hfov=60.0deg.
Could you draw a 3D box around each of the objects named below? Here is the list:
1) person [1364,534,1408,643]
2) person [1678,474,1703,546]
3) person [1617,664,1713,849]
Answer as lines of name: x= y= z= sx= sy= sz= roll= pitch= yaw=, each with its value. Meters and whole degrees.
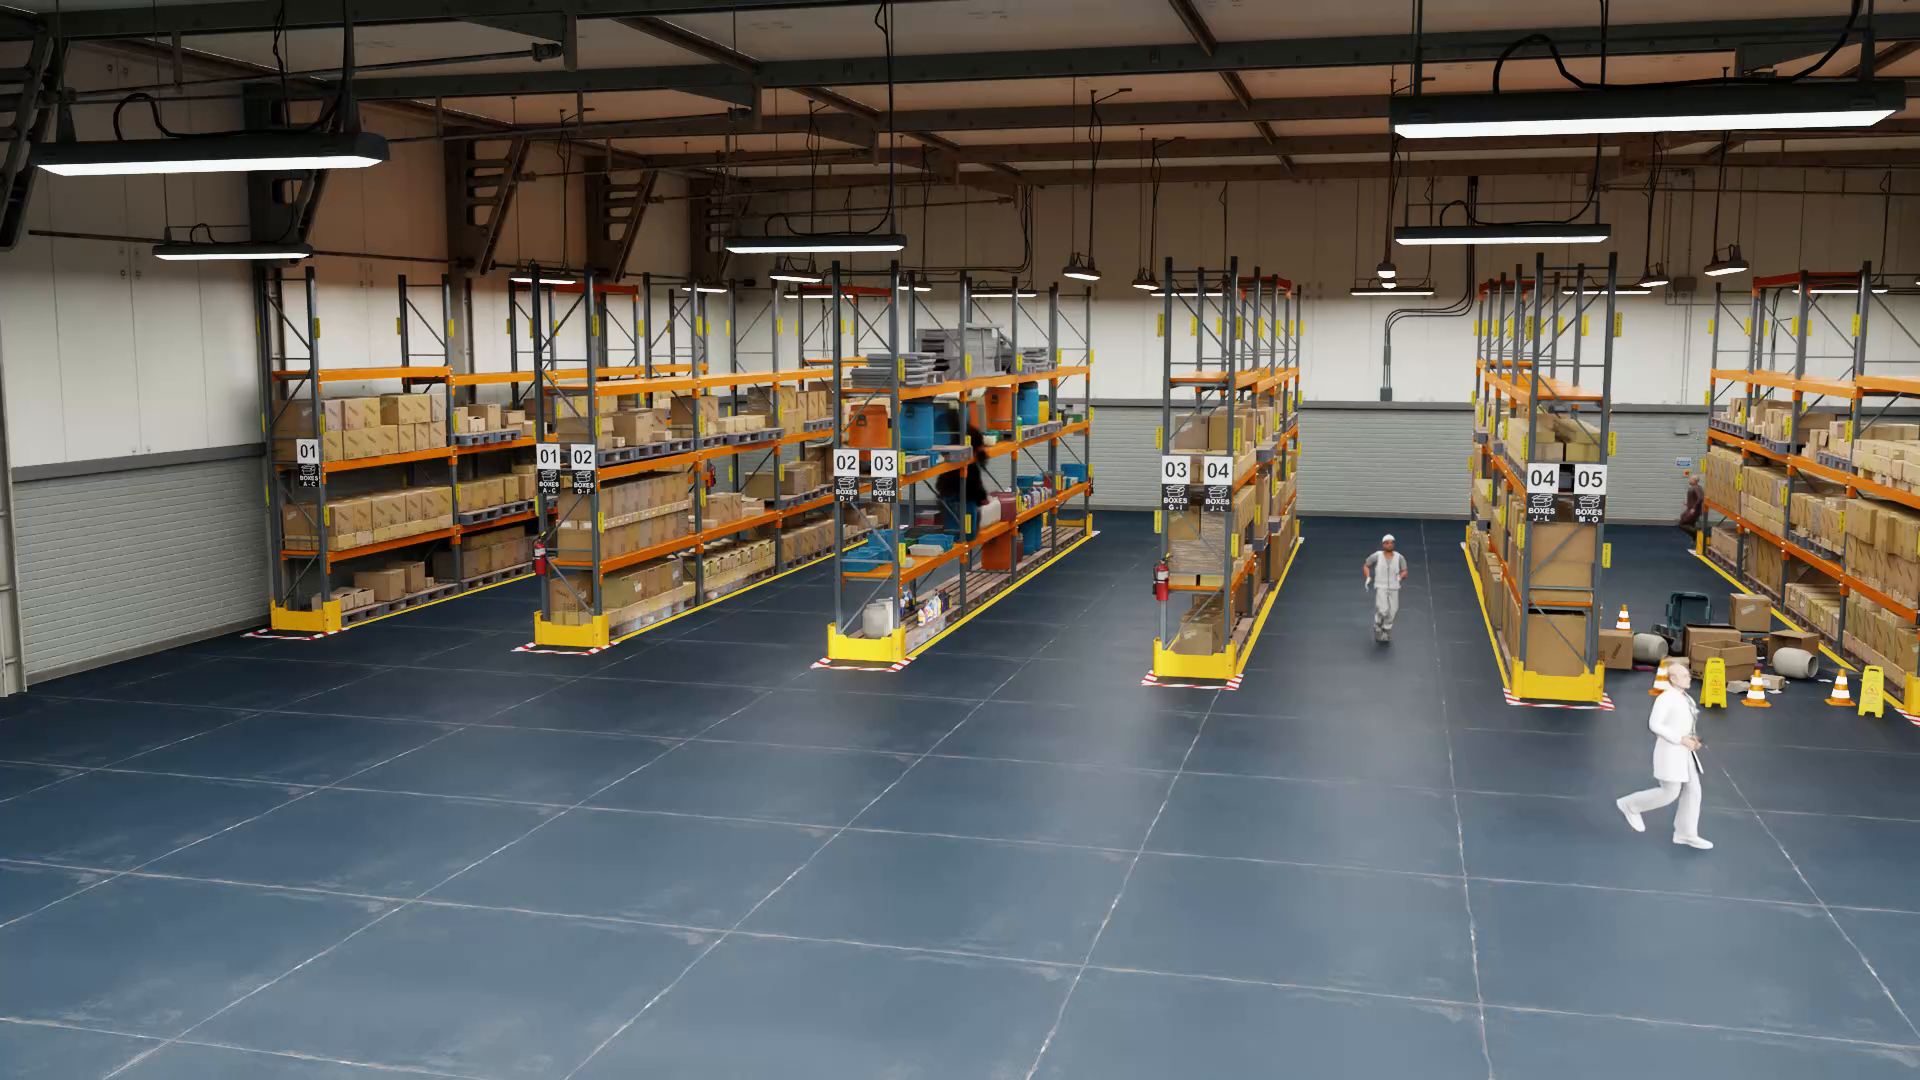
person: x=6.756 y=0.785 z=26.300 sx=0.649 sy=1.742 sz=0.642 roll=0 pitch=7 yaw=1
person: x=16.821 y=-0.671 z=38.225 sx=0.560 sy=1.691 sz=0.781 roll=4 pitch=8 yaw=30
person: x=6.917 y=2.072 z=16.199 sx=0.913 sy=1.757 sz=0.725 roll=7 pitch=10 yaw=44
